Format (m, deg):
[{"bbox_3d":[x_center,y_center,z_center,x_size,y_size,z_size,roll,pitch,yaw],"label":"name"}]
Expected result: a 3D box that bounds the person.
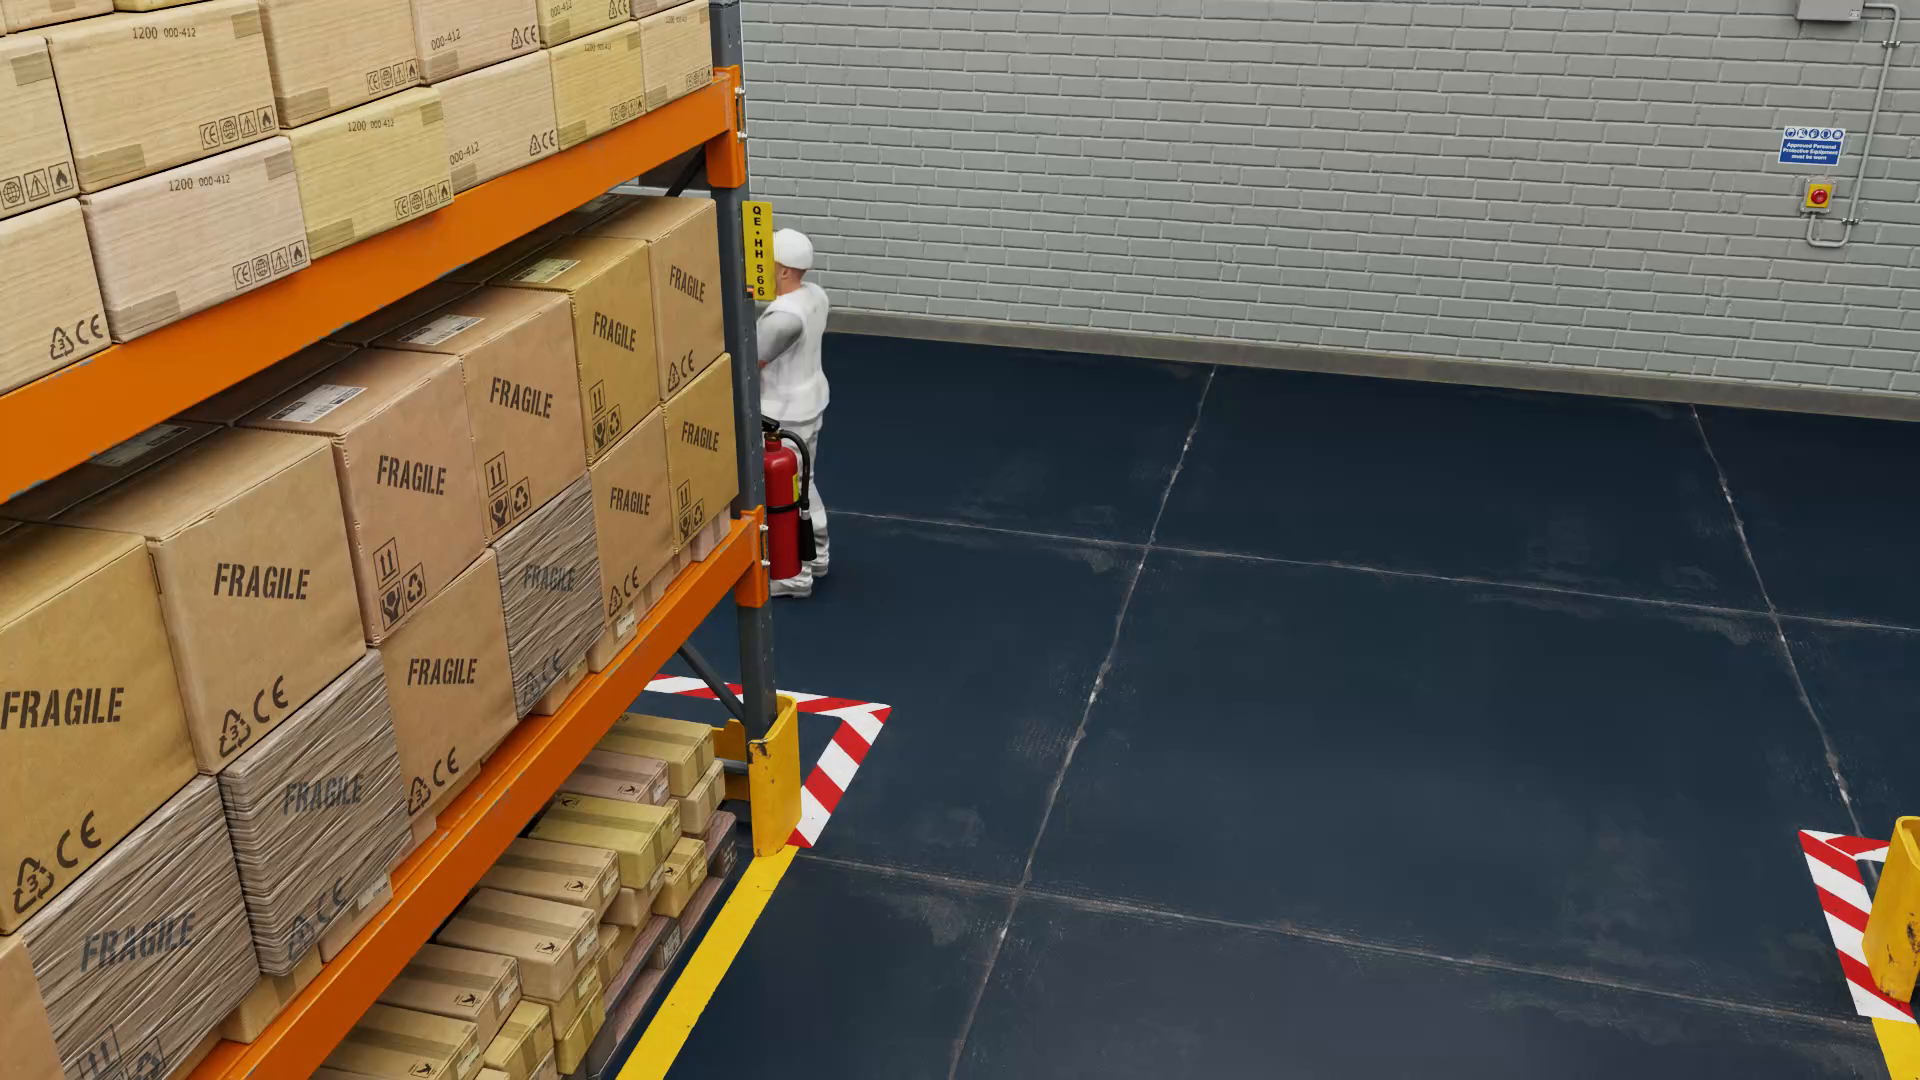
[{"bbox_3d":[-0.909,-0.599,7.860,0.557,1.786,0.495,6,26,13],"label":"person"}]
